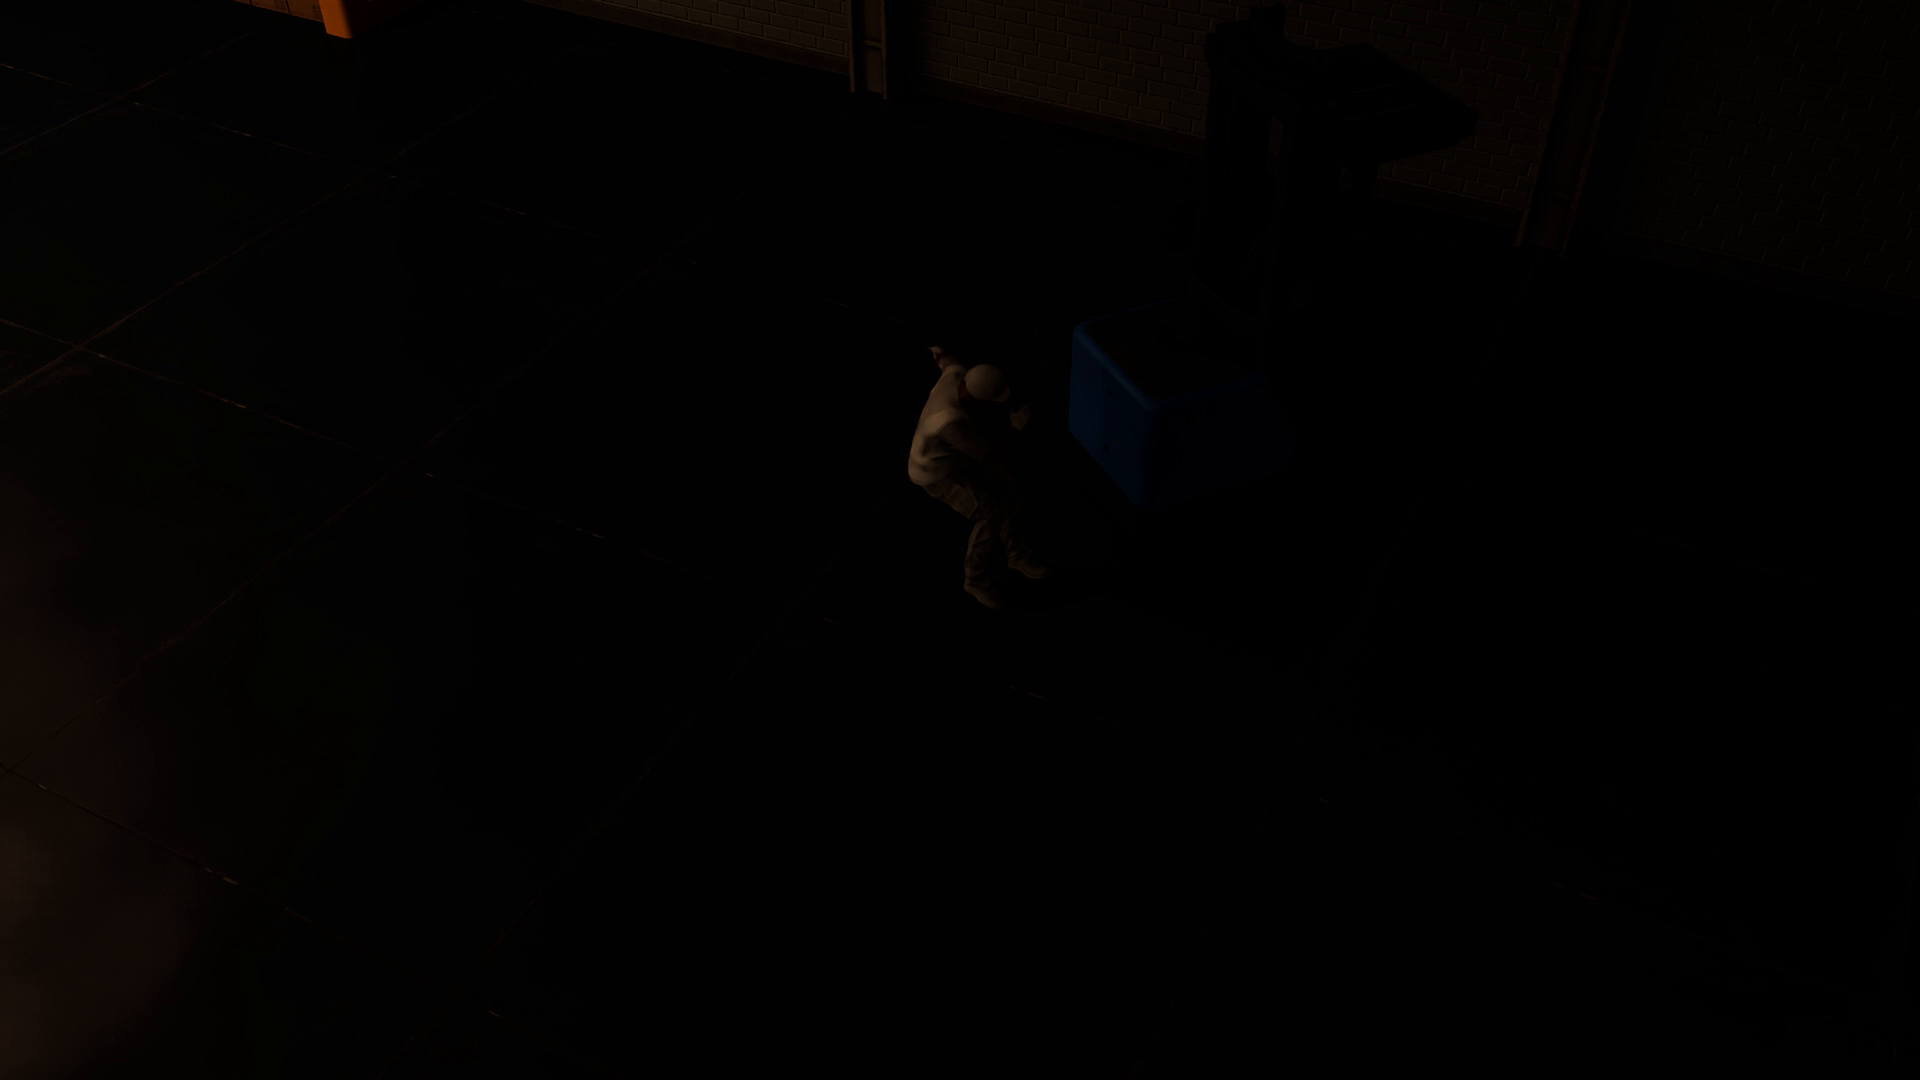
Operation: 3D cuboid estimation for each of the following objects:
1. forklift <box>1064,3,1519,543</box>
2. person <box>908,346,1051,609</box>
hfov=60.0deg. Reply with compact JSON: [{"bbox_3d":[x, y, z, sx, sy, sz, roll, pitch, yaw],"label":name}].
[{"bbox_3d":[2.233,-1.747,10.061,3.031,2.935,1.130,-17,43,-19],"label":"forklift"},{"bbox_3d":[0.142,-0.539,9.817,0.957,1.470,1.232,8,41,9],"label":"person"}]
